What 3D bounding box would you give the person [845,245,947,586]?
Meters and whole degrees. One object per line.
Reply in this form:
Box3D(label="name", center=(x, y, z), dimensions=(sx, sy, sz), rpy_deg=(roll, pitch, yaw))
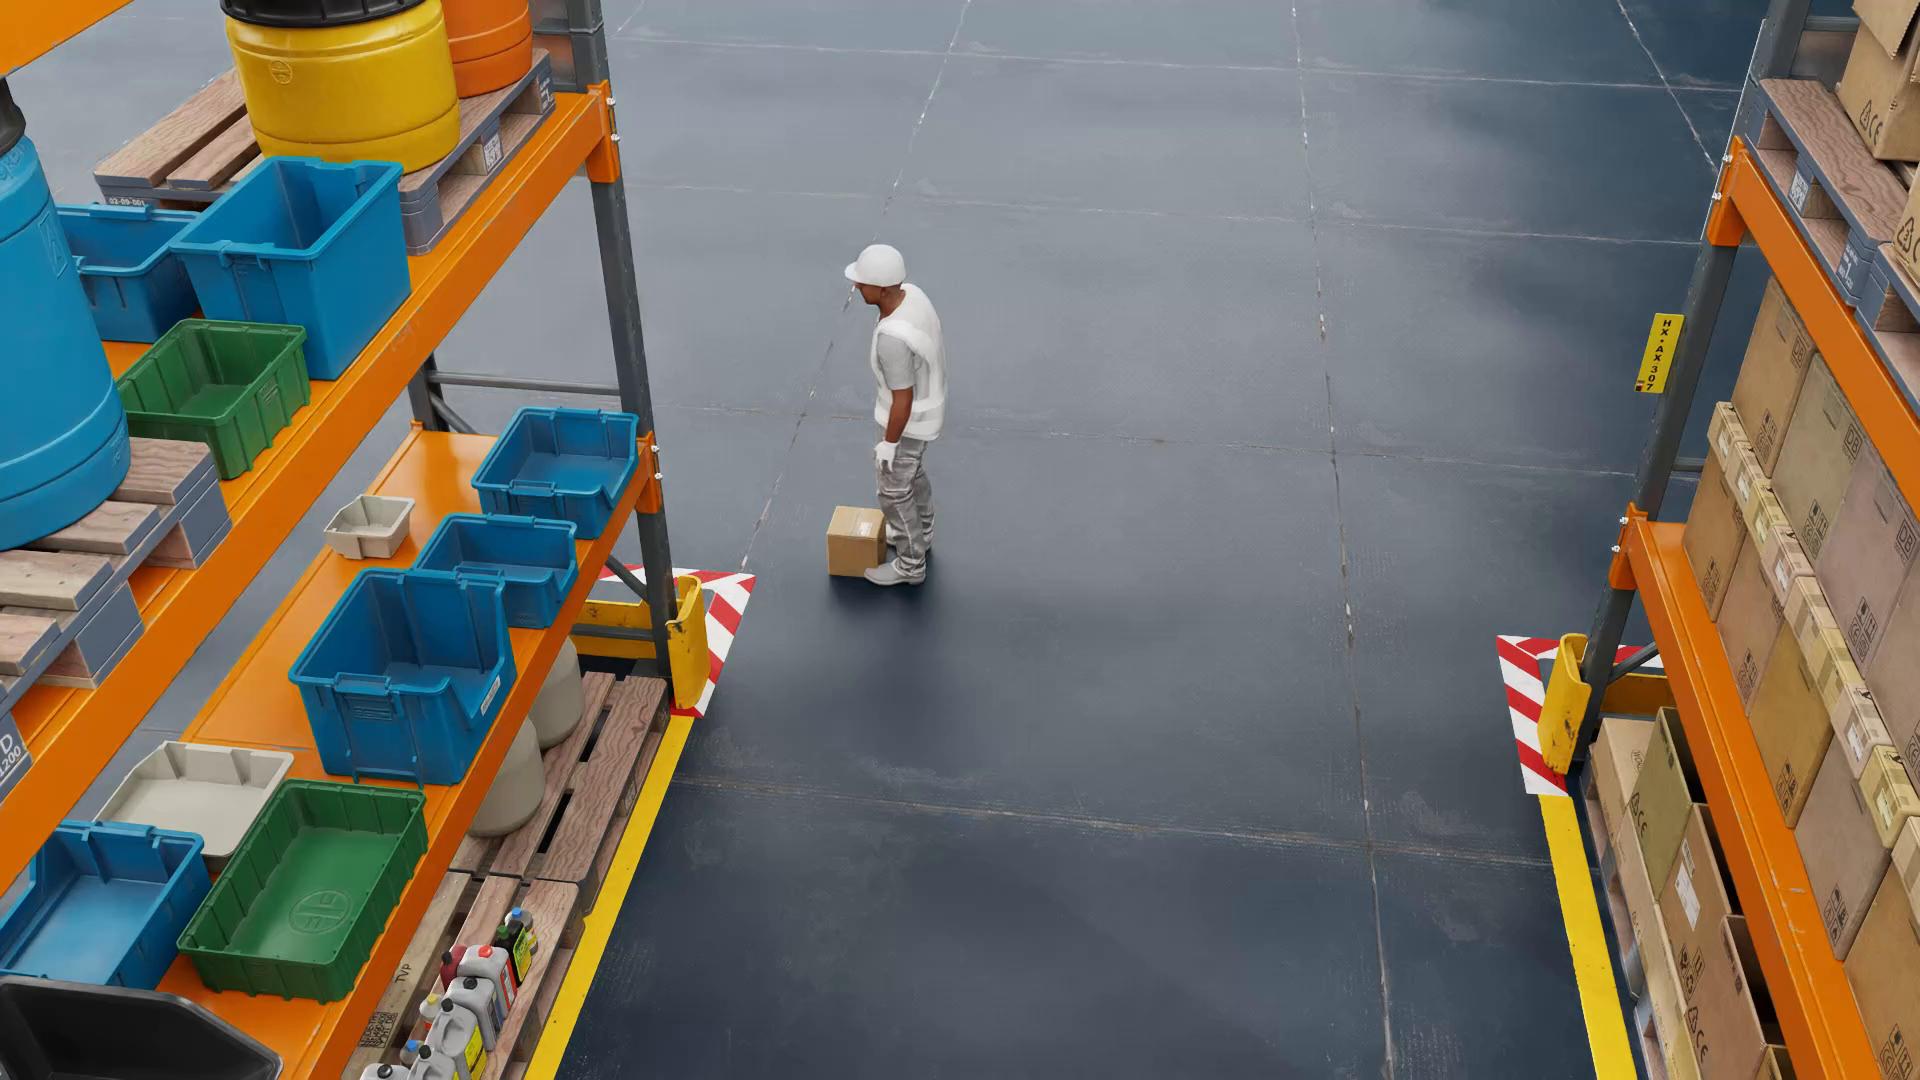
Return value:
Box3D(label="person", center=(-0.287, -0.583, 7.839), dimensions=(0.445, 1.775, 0.629), rpy_deg=(4, 36, 5))
